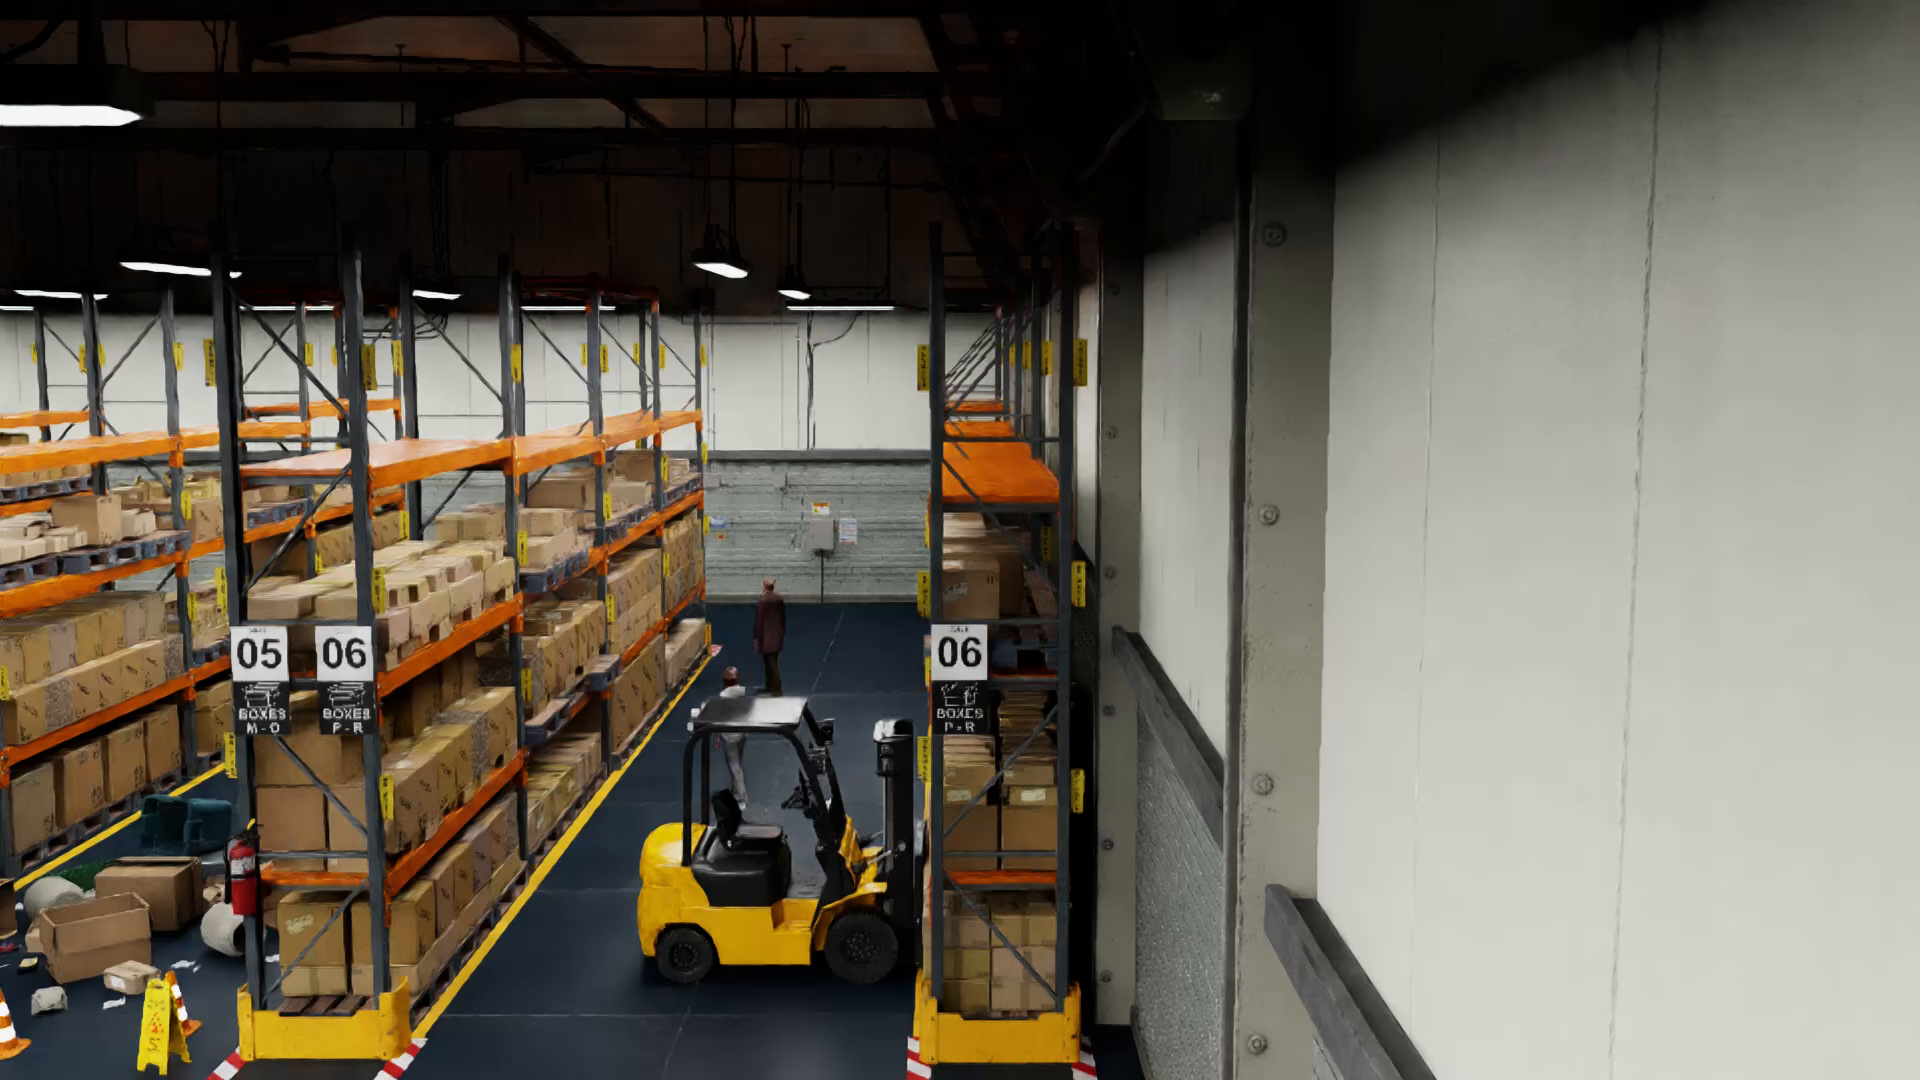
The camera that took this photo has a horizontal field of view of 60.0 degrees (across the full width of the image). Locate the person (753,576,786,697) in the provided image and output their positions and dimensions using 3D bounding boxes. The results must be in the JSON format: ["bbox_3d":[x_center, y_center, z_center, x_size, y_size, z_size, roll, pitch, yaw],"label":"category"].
[{"bbox_3d":[-2.833,1.414,24.479,0.630,1.773,0.677,3,7,27],"label":"person"}]

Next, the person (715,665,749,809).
[{"bbox_3d":[-2.547,2.195,18.649,0.511,1.596,0.494,4,8,30],"label":"person"}]
